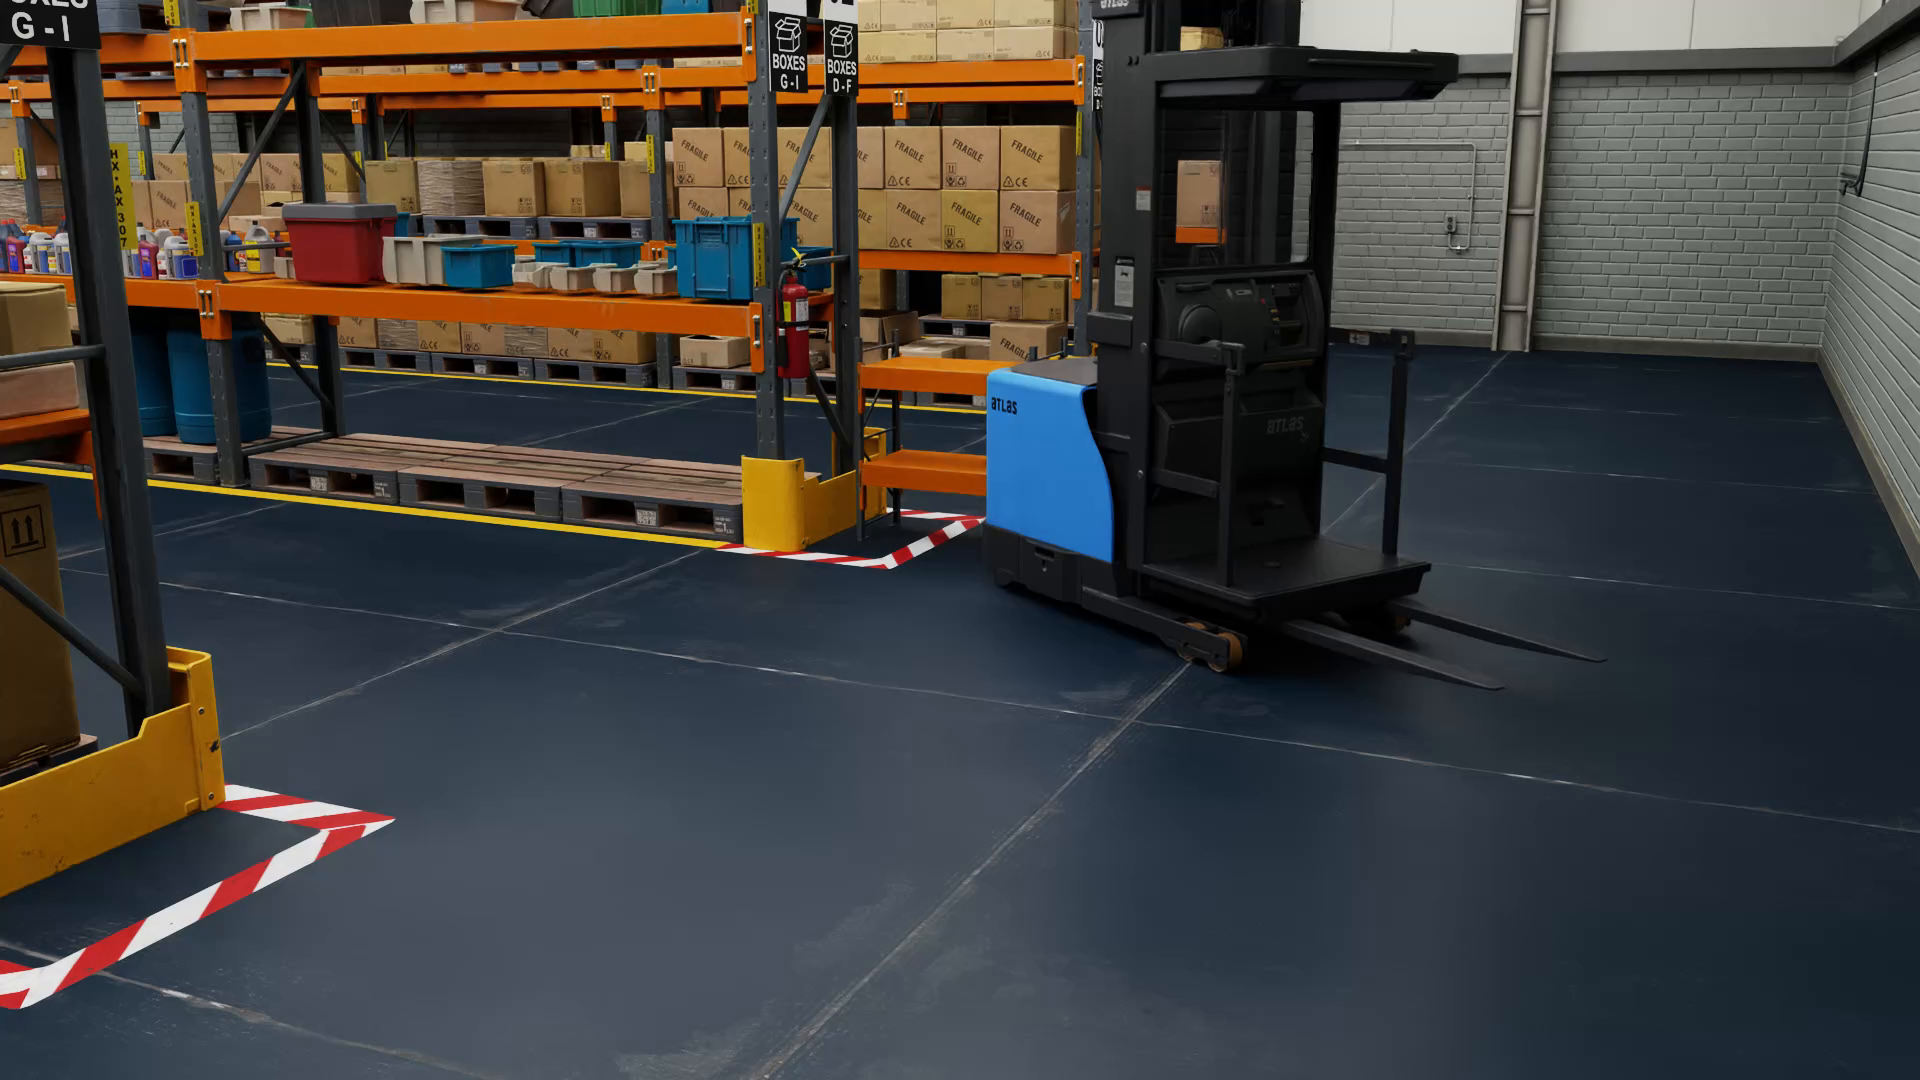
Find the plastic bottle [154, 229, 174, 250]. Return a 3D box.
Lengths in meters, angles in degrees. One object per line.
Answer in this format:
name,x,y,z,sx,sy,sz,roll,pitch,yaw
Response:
plastic bottle,-5.612,-2.044,11.672,0.135,0.276,0.152,6,14,23

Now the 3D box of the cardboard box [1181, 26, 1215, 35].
cardboard box,2.394,-5.612,17.588,0.500,0.500,0.500,6,14,23

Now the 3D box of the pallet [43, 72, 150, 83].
pallet,-8.989,-4.959,17.677,1.217,0.209,0.805,5,14,21

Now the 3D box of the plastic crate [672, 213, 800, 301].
plastic crate,-1.221,-1.565,9.149,0.499,0.435,0.616,6,14,23

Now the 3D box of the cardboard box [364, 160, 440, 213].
cardboard box,-5.522,-3.519,16.549,0.500,0.500,0.700,1,13,4

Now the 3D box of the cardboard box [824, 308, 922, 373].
cardboard box,-0.767,-1.757,14.678,0.637,0.503,0.797,6,14,23

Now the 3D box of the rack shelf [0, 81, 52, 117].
rack shelf,-11.630,-4.966,18.862,4.000,0.370,1.077,6,14,23

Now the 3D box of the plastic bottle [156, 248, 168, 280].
plastic bottle,-5.105,-1.774,10.683,0.097,0.201,0.097,0,13,0

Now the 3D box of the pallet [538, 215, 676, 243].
pallet,-3.173,-2.934,15.613,1.213,0.211,1.003,6,14,23

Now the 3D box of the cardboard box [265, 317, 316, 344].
cardboard box,-6.724,-2.165,17.013,0.500,0.250,0.500,6,15,25

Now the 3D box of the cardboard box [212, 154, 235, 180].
cardboard box,-10.223,-5.174,23.382,0.500,0.500,0.500,5,14,21

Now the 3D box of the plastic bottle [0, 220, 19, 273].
plastic bottle,-6.476,-1.991,11.283,0.185,0.351,0.144,6,14,23

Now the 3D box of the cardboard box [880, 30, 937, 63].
cardboard box,-0.321,-4.033,13.637,0.500,0.250,0.500,6,14,23

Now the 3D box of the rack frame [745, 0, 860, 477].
rack frame,-0.839,-1.527,9.194,0.127,3.000,1.000,6,14,23

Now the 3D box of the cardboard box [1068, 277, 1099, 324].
cardboard box,1.575,-2.720,18.832,0.500,0.500,0.700,5,14,21

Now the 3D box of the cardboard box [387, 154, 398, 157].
cardboard box,-8.143,-5.095,23.045,0.500,0.500,0.500,5,14,22

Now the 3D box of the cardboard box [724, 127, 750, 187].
cardboard box,-1.698,-3.316,14.414,0.500,0.500,0.500,5,14,21

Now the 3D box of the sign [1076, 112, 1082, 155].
sign,0.927,-3.164,12.947,0.005,0.325,0.100,6,14,23

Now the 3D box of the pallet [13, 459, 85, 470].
pallet,-6.304,-0.732,11.911,1.213,0.211,1.003,6,14,23

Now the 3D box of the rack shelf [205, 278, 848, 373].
rack shelf,-2.668,-1.361,10.065,4.000,0.370,1.077,6,14,23

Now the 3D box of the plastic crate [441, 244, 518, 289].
plastic crate,-2.821,-1.611,9.788,0.300,0.233,0.416,6,14,23

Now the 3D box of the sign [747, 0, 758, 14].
sign,-1.047,-2.819,8.367,0.005,0.325,0.100,6,14,23

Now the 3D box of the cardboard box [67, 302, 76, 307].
cardboard box,-9.524,-2.720,18.151,0.500,0.311,0.500,6,14,23

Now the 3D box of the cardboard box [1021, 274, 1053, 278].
cardboard box,0.875,-3.061,18.864,0.250,0.149,0.380,5,14,22

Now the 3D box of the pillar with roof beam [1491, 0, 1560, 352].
pillar with roof beam,4.249,-5.548,13.201,0.400,9.000,9.100,6,14,23

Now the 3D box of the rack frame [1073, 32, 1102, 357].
rack frame,1.171,-2.561,13.602,0.127,3.000,1.000,6,14,23

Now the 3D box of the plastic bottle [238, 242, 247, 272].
plastic bottle,-4.894,-1.942,11.400,0.097,0.201,0.097,0,13,0

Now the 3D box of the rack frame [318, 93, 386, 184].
rack frame,-6.144,-3.301,16.756,0.127,3.000,1.000,6,14,23

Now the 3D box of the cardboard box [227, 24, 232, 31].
cardboard box,-10.290,-6.893,23.048,0.500,0.500,0.500,6,15,25

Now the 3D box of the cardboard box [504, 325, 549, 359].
cardboard box,-3.961,-2.008,15.754,0.500,0.500,0.500,6,14,24

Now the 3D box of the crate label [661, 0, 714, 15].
crate label,-1.552,-3.067,9.520,0.502,0.251,0.408,6,14,23

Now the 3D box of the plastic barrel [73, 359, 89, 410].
plastic barrel,-6.114,-1.080,11.819,0.421,0.512,0.421,0,13,0

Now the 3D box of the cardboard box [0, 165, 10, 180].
cardboard box,-10.362,-4.039,18.264,0.250,0.149,0.380,5,14,22

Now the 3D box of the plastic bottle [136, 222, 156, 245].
plastic bottle,-5.411,-1.919,10.977,0.185,0.351,0.144,6,14,23

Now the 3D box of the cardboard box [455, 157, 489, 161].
cardboard box,-6.224,-4.807,21.993,0.500,0.500,0.700,8,15,31

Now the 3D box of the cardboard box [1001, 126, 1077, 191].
cardboard box,0.652,-3.080,13.407,0.500,0.500,0.500,6,14,23

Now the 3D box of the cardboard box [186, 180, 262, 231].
cardboard box,-7.685,-3.502,17.392,0.500,0.500,0.500,5,14,20

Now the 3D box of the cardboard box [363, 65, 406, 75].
cardboard box,-5.265,-4.729,16.059,0.500,0.500,0.910,6,14,23

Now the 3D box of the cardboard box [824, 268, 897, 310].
cardboard box,-1.131,-3.157,19.928,0.750,0.750,0.750,6,14,24

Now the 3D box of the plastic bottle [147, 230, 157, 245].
plastic bottle,-5.673,-2.013,11.537,0.135,0.276,0.152,6,14,23

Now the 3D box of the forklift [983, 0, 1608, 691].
forklift,1.354,-1.001,7.103,1.130,2.935,3.031,-9,16,-33

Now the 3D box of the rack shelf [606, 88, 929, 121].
rack shelf,-2.312,-5.261,20.118,4.000,0.370,1.077,6,14,23

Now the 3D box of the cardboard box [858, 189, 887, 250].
cardboard box,-0.740,-2.735,14.127,0.500,0.500,0.500,6,14,22

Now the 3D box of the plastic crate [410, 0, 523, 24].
plastic crate,-2.829,-2.998,9.476,0.530,0.136,0.437,6,14,23

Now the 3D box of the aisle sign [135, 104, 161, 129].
aisle sign,-11.643,-6.286,23.786,0.004,0.787,0.394,6,14,23

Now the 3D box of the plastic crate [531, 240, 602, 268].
plastic crate,-2.410,-1.715,10.234,0.300,0.233,0.416,6,14,23

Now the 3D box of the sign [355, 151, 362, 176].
sign,-8.011,-5.014,22.160,0.005,0.325,0.100,6,14,23

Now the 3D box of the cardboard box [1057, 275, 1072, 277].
cardboard box,1.297,-3.114,19.091,0.250,0.149,0.380,6,14,22

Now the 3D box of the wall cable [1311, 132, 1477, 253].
wall cable,4.727,-4.169,18.234,1.851,1.984,0.084,6,14,23

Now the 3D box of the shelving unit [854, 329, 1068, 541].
shelving unit,0.006,-0.547,9.124,1.048,1.125,0.538,6,14,23

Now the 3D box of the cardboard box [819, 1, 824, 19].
cardboard box,-1.232,-4.370,13.981,0.500,0.250,0.500,6,14,23

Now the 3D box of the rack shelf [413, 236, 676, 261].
rack shelf,-4.315,-2.766,16.050,4.000,0.370,1.077,6,14,23

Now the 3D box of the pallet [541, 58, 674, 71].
pallet,-3.054,-4.375,15.178,1.003,0.211,1.213,6,14,23

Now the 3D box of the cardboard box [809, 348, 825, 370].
cardboard box,-1.396,-1.604,14.762,0.250,0.166,0.380,6,14,23

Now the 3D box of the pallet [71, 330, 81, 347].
pallet,-9.112,-2.254,18.397,1.213,0.211,1.003,6,14,23

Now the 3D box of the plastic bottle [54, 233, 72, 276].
plastic bottle,-5.906,-1.898,11.049,0.135,0.276,0.152,6,14,23

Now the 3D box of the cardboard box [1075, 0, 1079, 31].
cardboard box,0.806,-4.293,13.653,0.500,0.250,0.500,6,14,23
